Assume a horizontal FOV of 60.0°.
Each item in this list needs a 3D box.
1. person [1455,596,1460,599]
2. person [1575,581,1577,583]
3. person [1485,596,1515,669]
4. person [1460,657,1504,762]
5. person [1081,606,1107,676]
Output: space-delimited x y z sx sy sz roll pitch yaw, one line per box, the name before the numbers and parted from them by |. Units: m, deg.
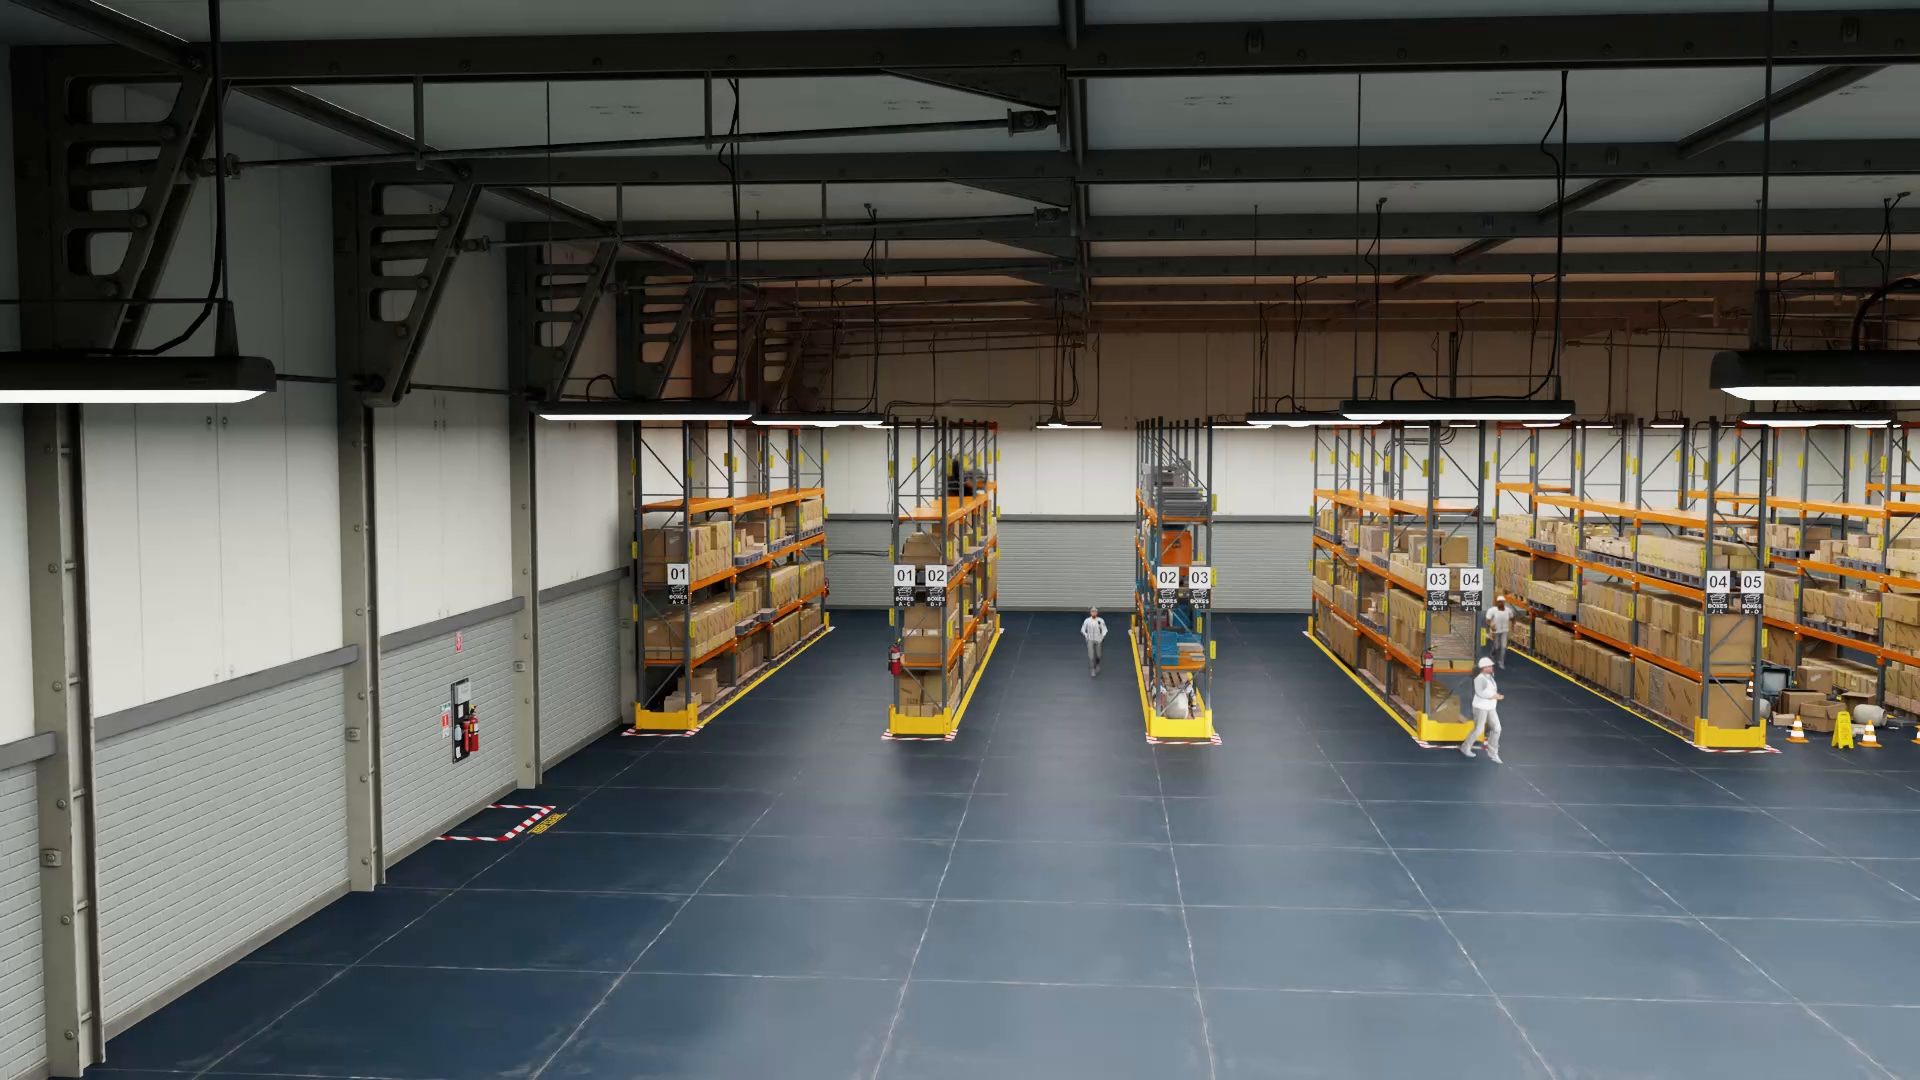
person | 13.456 1.908 45.272 0.658 1.841 0.746 2 4 23
person | 16.831 1.826 45.482 0.675 1.766 1.019 0 4 3
person | 13.103 2.223 40.341 0.727 1.756 0.734 0 4 3
person | 9.122 2.962 28.940 0.757 1.853 0.670 4 5 44
person | 3.134 2.358 38.893 0.612 1.648 0.571 0 4 4
